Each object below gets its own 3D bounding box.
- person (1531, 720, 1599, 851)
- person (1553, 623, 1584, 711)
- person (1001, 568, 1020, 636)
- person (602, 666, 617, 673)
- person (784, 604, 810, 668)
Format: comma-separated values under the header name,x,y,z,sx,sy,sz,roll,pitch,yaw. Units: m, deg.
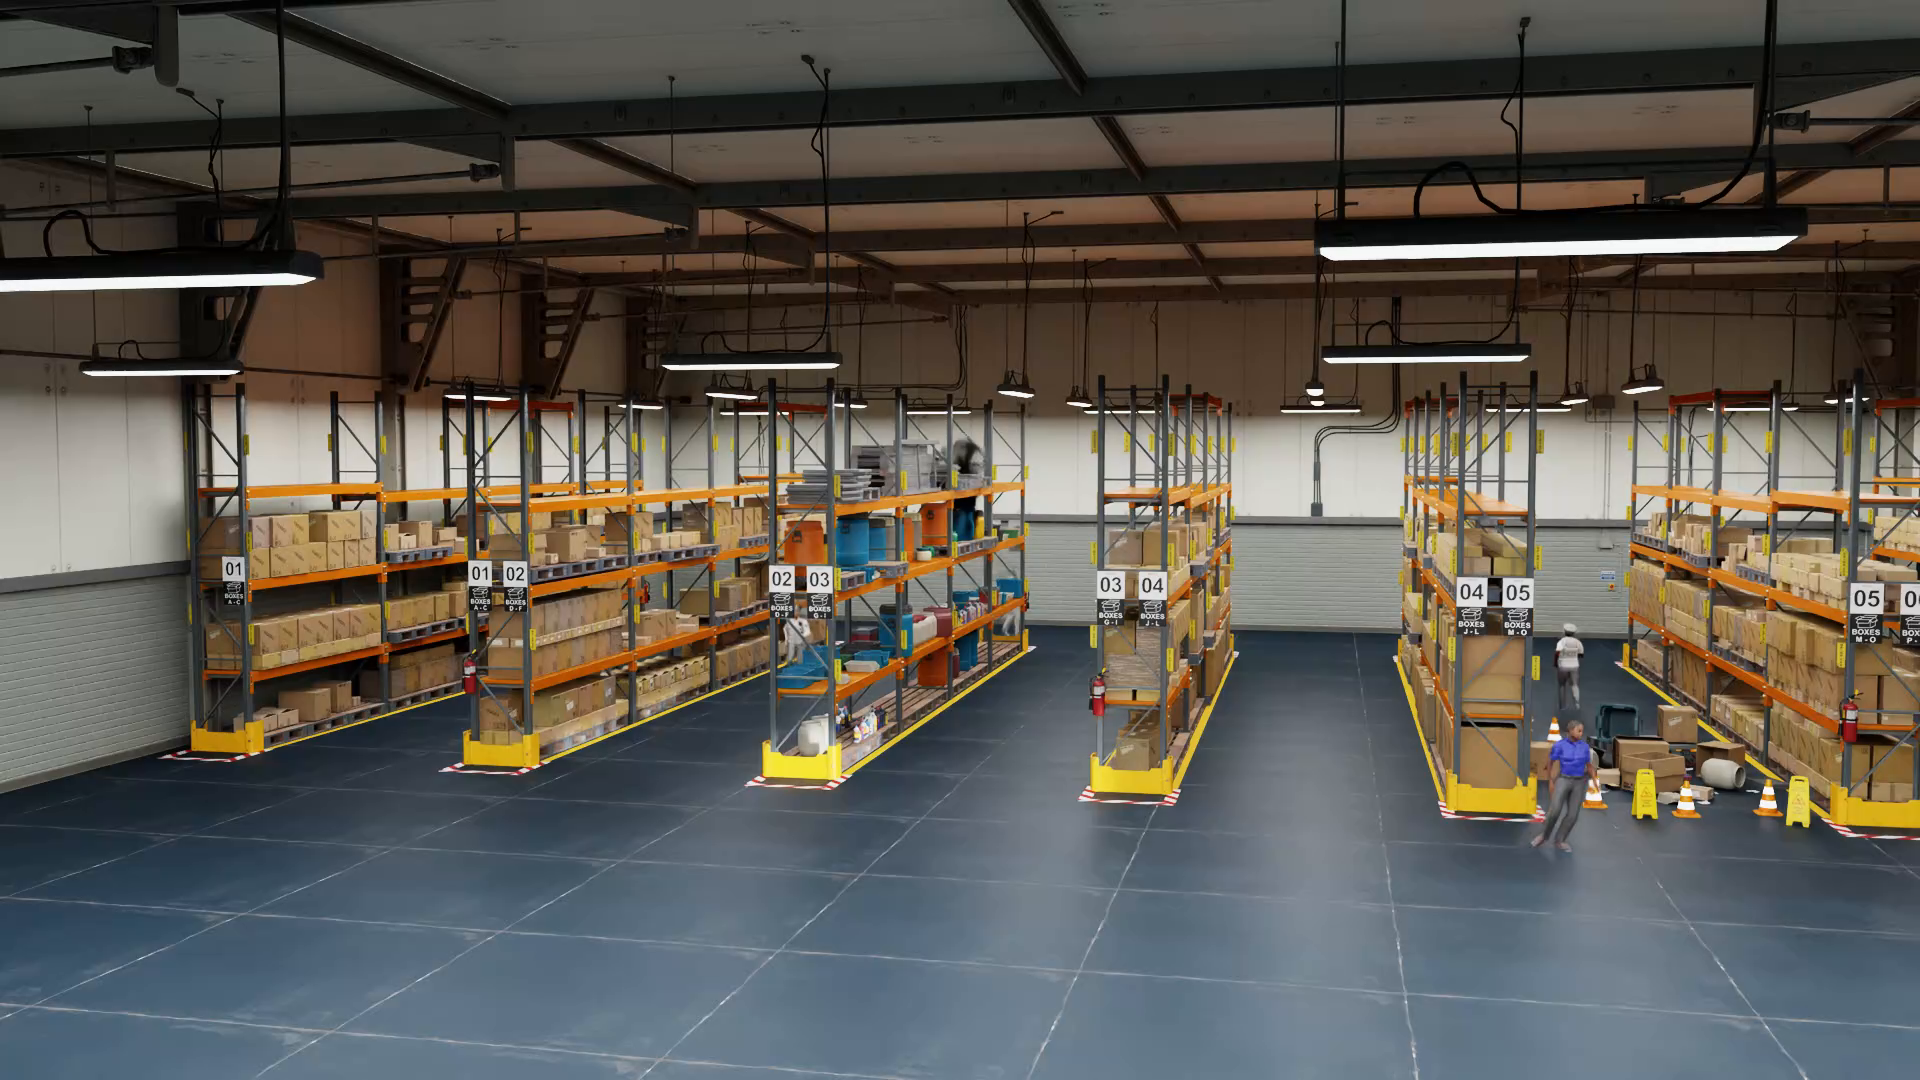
name,x,y,z,sx,sy,sz,roll,pitch,yaw
person,7.435,3.039,20.420,0.705,1.638,0.591,-1,3,-9
person,11.350,2.383,31.012,0.575,1.666,0.866,0,3,8
person,1.411,1.640,42.958,0.811,1.831,0.626,2,4,33
person,-7.579,2.215,35.939,0.554,1.556,0.779,-2,4,-26
person,-3.418,2.172,34.661,0.604,1.678,0.649,0,3,6
